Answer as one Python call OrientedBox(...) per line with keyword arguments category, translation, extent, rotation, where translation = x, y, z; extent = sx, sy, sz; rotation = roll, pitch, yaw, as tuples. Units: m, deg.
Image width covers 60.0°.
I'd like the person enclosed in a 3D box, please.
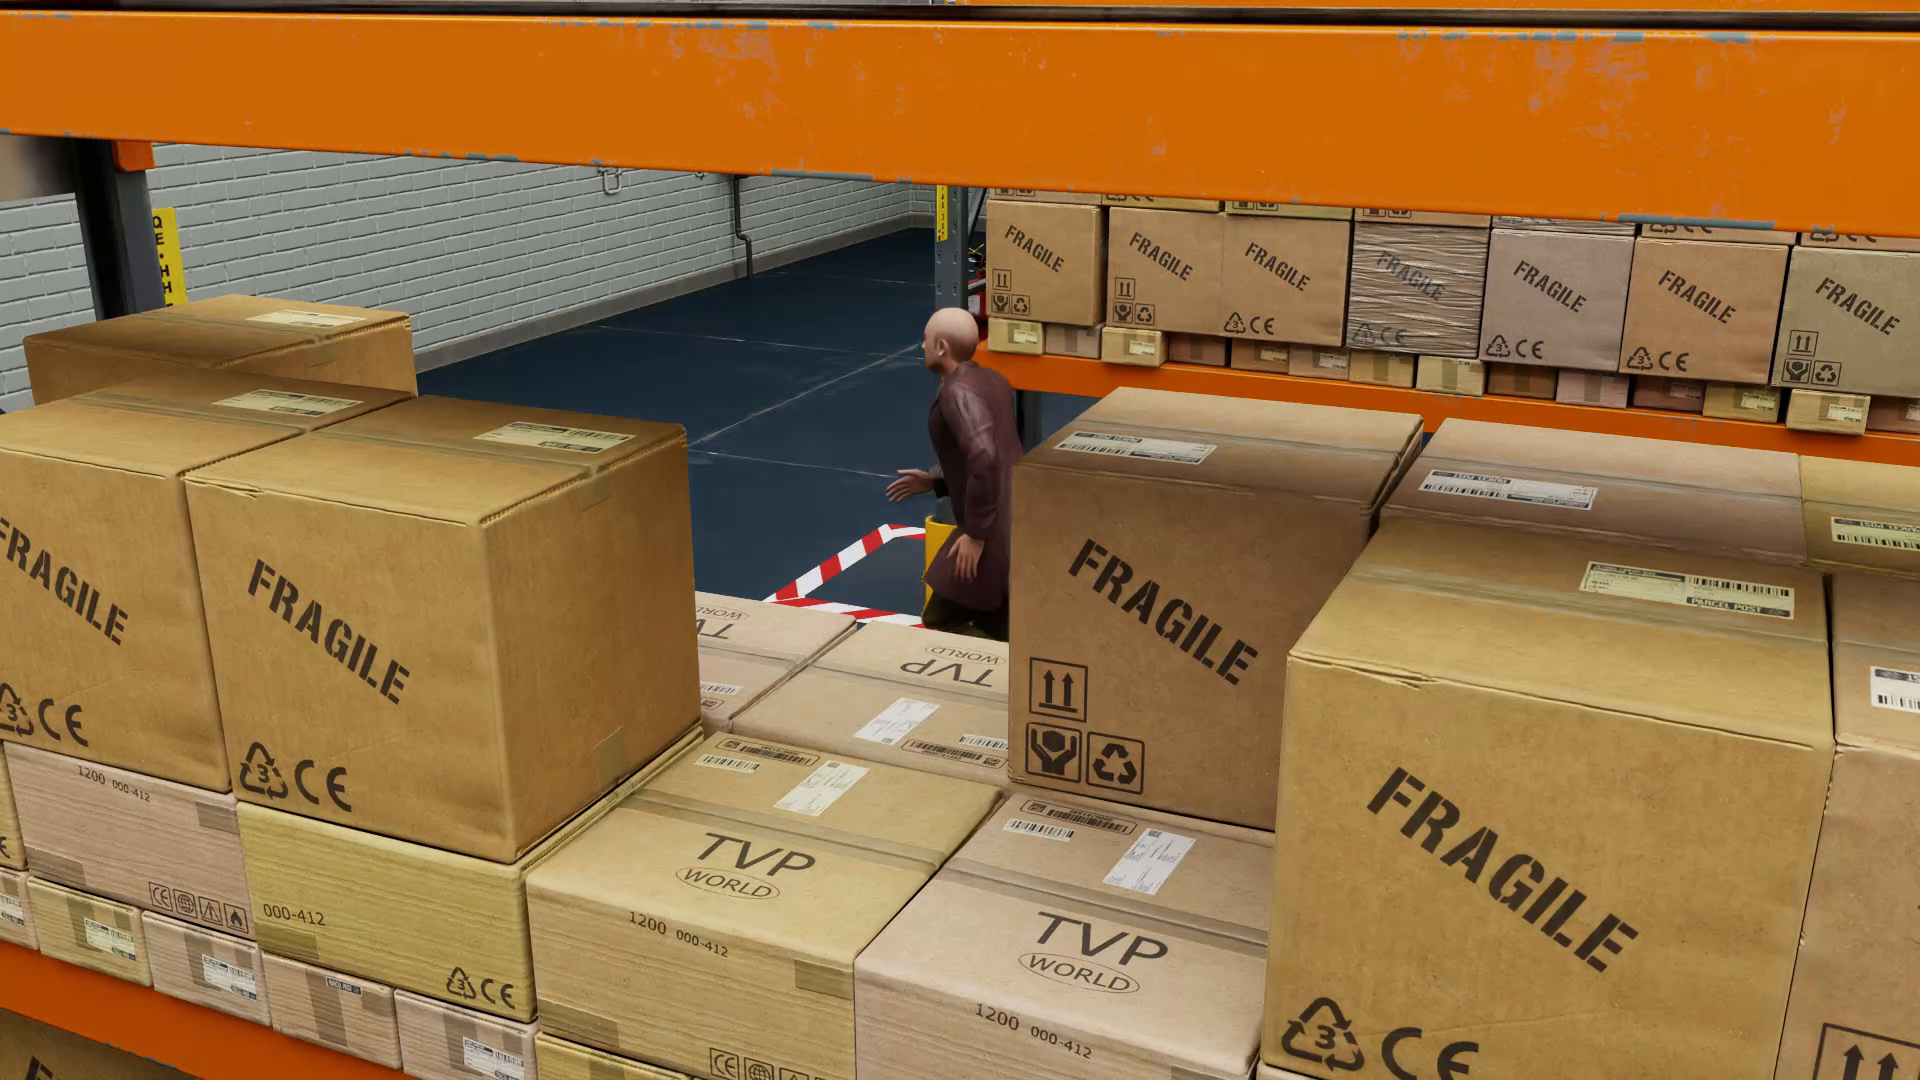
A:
OrientedBox(category="person", translation=(0.077, -0.034, 6.317), extent=(0.792, 1.676, 0.678), rotation=(7, 20, 19))
